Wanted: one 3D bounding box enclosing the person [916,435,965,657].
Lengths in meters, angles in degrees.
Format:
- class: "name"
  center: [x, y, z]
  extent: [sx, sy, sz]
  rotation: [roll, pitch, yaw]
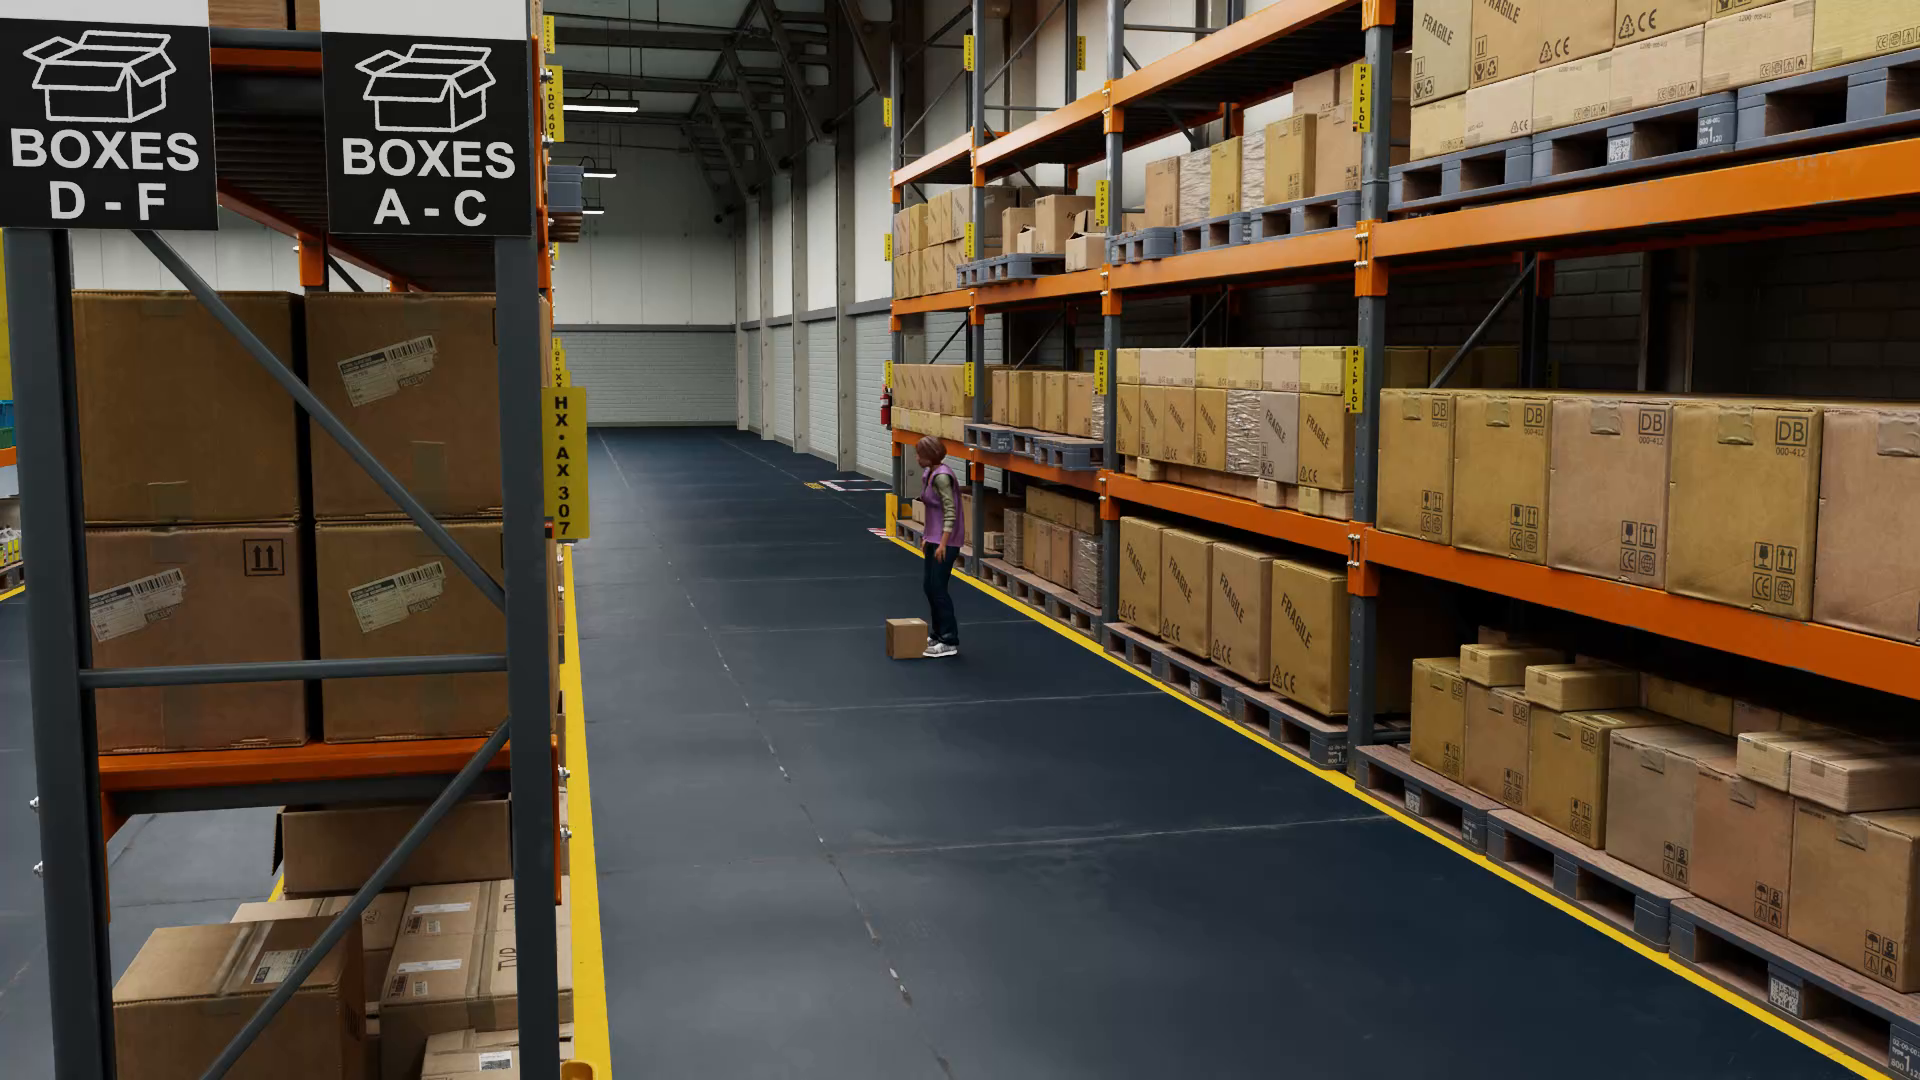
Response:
- class: "person"
  center: [-0.155, 0.039, 12.030]
  extent: [0.347, 1.593, 0.477]
  rotation: [-2, 7, -15]
